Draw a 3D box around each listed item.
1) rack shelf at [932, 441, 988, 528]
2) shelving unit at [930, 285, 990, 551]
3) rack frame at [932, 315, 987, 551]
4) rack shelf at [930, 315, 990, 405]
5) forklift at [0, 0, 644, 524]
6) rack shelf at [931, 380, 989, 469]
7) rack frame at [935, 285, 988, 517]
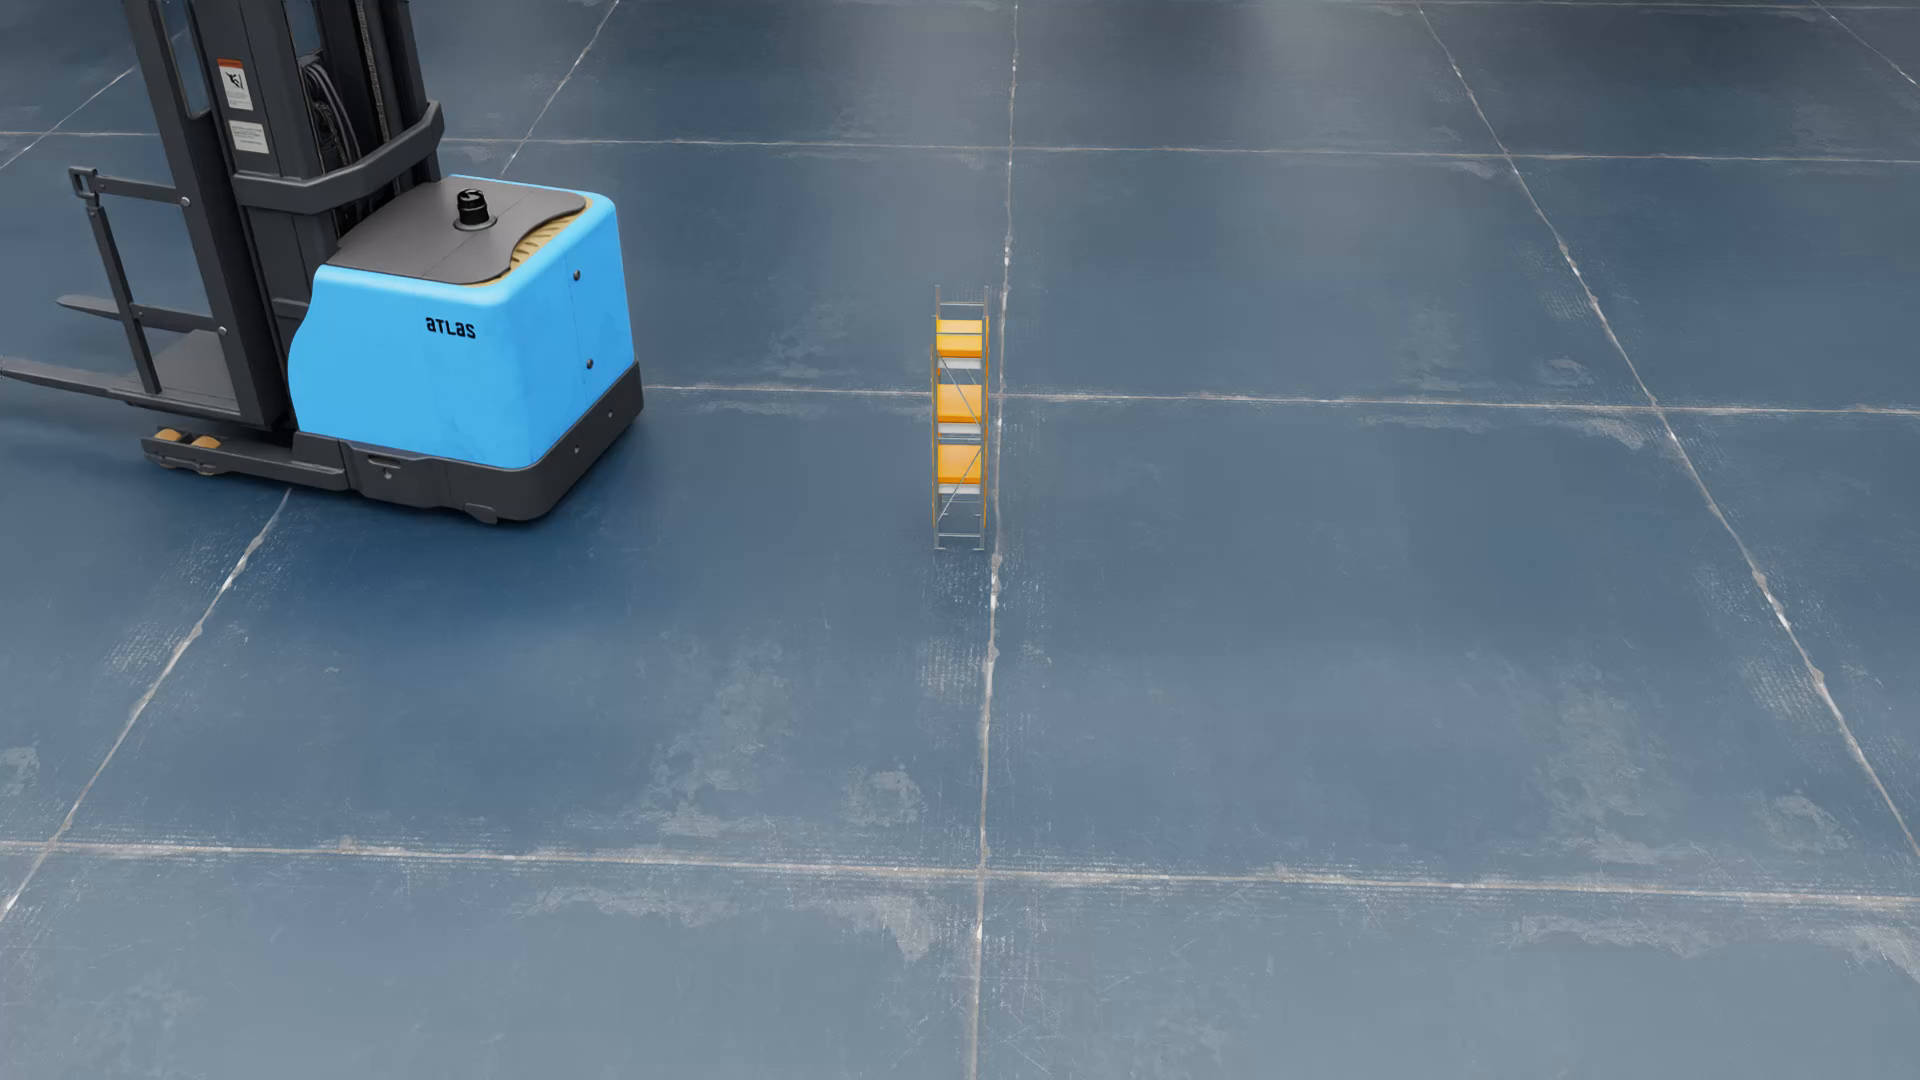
[{"bbox_3d":[0.002,-0.224,6.658,0.215,0.259,0.240,1,35,2],"label":"rack shelf"},{"bbox_3d":[0.002,-0.460,6.492,0.215,1.050,0.252,1,35,2],"label":"shelving unit"},{"bbox_3d":[-0.003,-0.390,6.392,0.200,1.050,0.008,1,35,2],"label":"rack frame"},{"bbox_3d":[0.002,-0.684,6.335,0.215,0.259,0.240,1,35,2],"label":"rack shelf"},{"bbox_3d":[-2.996,-1.753,6.695,3.031,2.935,1.130,10,36,14],"label":"forklift"},{"bbox_3d":[0.002,-0.452,6.498,0.215,0.259,0.240,1,35,2],"label":"rack shelf"},{"bbox_3d":[0.007,-0.530,6.592,0.200,1.050,0.008,1,35,2],"label":"rack frame"}]
